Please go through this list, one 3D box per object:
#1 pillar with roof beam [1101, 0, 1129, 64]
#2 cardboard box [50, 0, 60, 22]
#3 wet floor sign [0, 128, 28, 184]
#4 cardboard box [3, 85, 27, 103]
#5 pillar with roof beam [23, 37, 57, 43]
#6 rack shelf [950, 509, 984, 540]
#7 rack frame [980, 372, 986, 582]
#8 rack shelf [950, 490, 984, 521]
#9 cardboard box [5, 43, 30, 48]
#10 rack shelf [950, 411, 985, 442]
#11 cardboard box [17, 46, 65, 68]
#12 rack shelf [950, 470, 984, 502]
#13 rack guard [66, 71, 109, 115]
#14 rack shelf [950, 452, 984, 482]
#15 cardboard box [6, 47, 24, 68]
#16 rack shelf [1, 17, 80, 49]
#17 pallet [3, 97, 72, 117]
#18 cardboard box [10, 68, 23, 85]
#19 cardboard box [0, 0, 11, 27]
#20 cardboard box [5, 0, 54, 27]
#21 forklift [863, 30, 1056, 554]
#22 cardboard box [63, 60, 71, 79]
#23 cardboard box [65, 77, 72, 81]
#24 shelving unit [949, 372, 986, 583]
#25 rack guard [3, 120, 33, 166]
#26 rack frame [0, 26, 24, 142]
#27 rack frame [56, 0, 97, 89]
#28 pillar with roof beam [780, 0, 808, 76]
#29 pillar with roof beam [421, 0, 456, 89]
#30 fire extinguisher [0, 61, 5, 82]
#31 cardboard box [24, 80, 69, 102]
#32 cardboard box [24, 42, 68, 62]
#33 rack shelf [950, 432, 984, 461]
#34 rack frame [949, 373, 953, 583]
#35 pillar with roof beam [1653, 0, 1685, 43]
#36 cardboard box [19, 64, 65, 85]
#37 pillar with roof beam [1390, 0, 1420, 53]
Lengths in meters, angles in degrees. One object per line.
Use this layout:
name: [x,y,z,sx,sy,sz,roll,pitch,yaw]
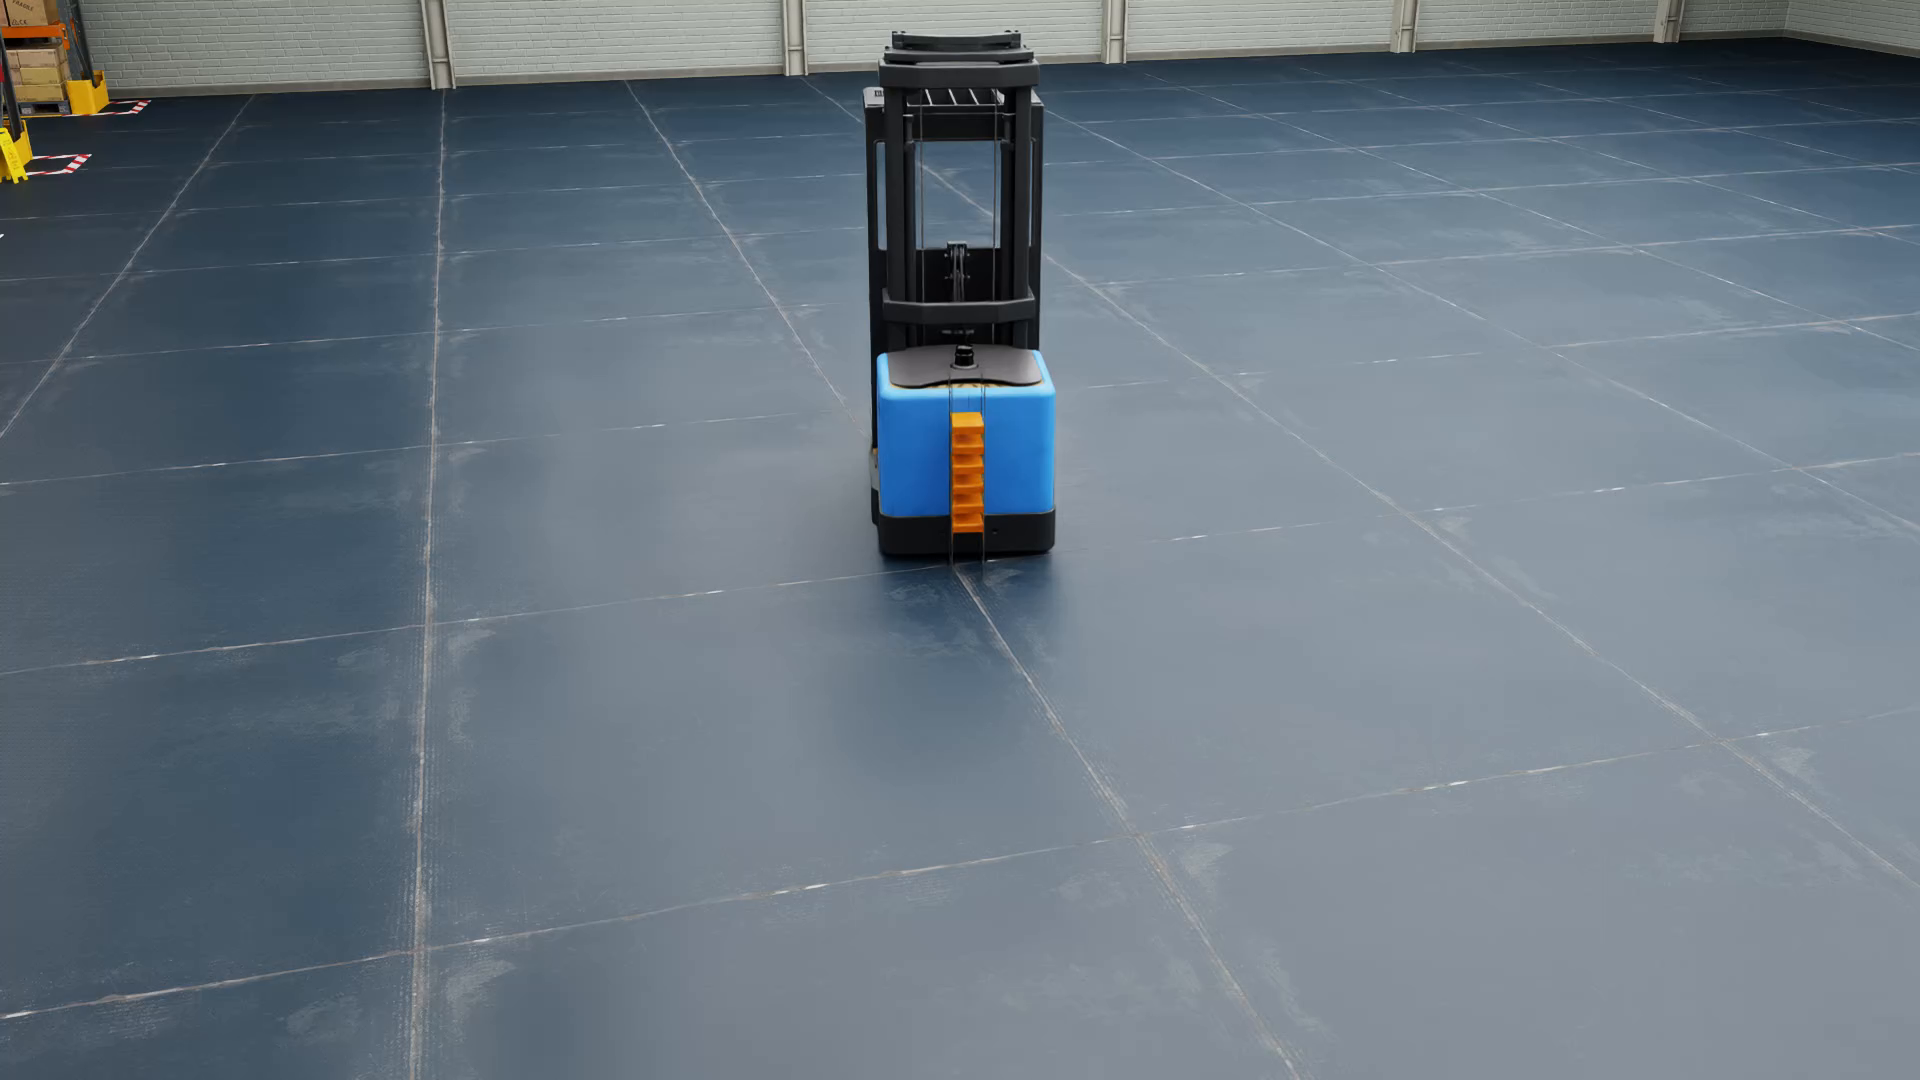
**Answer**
pillar with roof beam: [4.021,-11.403,25.413,0.400,9.000,9.100,-6,24,-14]
cardboard box: [-14.111,-8.194,25.416,0.500,0.500,0.500,-6,24,-13]
wet floor sign: [-11.743,-4.743,20.486,0.232,0.644,0.267,2,23,4]
cardboard box: [-14.408,-6.805,25.261,0.500,0.250,0.500,-6,24,-14]
pillar with roof beam: [-13.310,-9.486,20.945,0.400,9.000,9.100,-6,24,-14]
rack shelf: [0.039,-0.091,9.661,0.180,0.103,0.258,-2,23,-4]
rack frame: [0.131,-0.354,9.554,0.006,1.200,0.240,-2,23,-4]
rack shelf: [0.039,-0.201,9.613,0.180,0.103,0.258,-2,23,-4]
cardboard box: [-14.553,-7.450,25.496,0.500,0.250,0.500,-6,24,-14]
rack shelf: [0.039,-0.642,9.423,0.180,0.103,0.258,-2,23,-4]
cardboard box: [-13.918,-7.317,25.185,0.500,0.250,0.500,-5,24,-13]
rack shelf: [0.039,-0.311,9.565,0.180,0.103,0.258,-2,23,-4]
rack guard: [-13.536,-6.949,25.811,0.348,0.500,1.175,-6,24,-14]
rack shelf: [0.039,-0.421,9.518,0.180,0.103,0.258,-2,23,-4]
cardboard box: [-14.408,-7.260,25.053,0.500,0.250,0.500,-6,24,-13]
rack shelf: [-15.485,-7.552,24.958,4.000,0.370,1.077,-6,24,-14]
pallet: [-14.284,-6.717,25.635,1.213,0.211,1.003,-6,24,-14]
cardboard box: [-14.429,-7.035,25.161,0.500,0.250,0.500,-7,24,-15]
cardboard box: [-14.464,-7.937,24.818,0.500,0.500,0.500,-6,24,-13]
cardboard box: [-13.962,-7.989,24.938,0.500,0.500,0.500,-7,24,-16]
forklift: [-0.052,-1.802,10.733,1.130,2.935,3.031,-2,23,-4]
cardboard box: [-14.068,-7.283,25.740,0.500,0.250,0.500,-6,24,-13]
cardboard box: [-14.085,-7.047,25.823,0.500,0.250,0.500,-6,24,-14]
shelving unit: [0.039,-0.352,9.548,0.189,1.200,0.258,-2,23,-4]
rack guard: [-12.288,-5.054,21.396,0.348,0.500,1.175,-6,24,-14]
rack frame: [-12.215,-6.211,20.922,0.127,3.000,1.000,-6,24,-14]
rack frame: [-13.559,-8.095,25.313,0.127,3.000,1.000,-6,24,-14]
pillar with roof beam: [-1.756,-10.764,23.924,0.400,9.000,9.100,-6,24,-14]
pillar with roof beam: [-7.533,-10.125,22.435,0.400,9.000,9.100,-6,24,-14]
fire extinguisher: [-11.980,-6.013,20.557,0.183,0.674,0.296,-6,24,-14]
cardboard box: [-13.926,-6.855,25.376,0.500,0.250,0.500,-6,24,-14]
cardboard box: [-14.073,-7.505,25.623,0.500,0.250,0.500,-7,24,-15]
rack shelf: [0.039,-0.532,9.470,0.180,0.103,0.258,-2,23,-4]
rack frame: [-0.052,-0.349,9.542,0.006,1.200,0.240,-2,23,-4]
pillar with roof beam: [15.575,-12.681,28.392,0.400,9.000,9.100,-6,24,-14]
cardboard box: [-13.943,-7.084,25.276,0.500,0.250,0.500,-7,24,-15]
pillar with roof beam: [9.798,-12.042,26.903,0.400,9.000,9.100,-6,24,-14]
